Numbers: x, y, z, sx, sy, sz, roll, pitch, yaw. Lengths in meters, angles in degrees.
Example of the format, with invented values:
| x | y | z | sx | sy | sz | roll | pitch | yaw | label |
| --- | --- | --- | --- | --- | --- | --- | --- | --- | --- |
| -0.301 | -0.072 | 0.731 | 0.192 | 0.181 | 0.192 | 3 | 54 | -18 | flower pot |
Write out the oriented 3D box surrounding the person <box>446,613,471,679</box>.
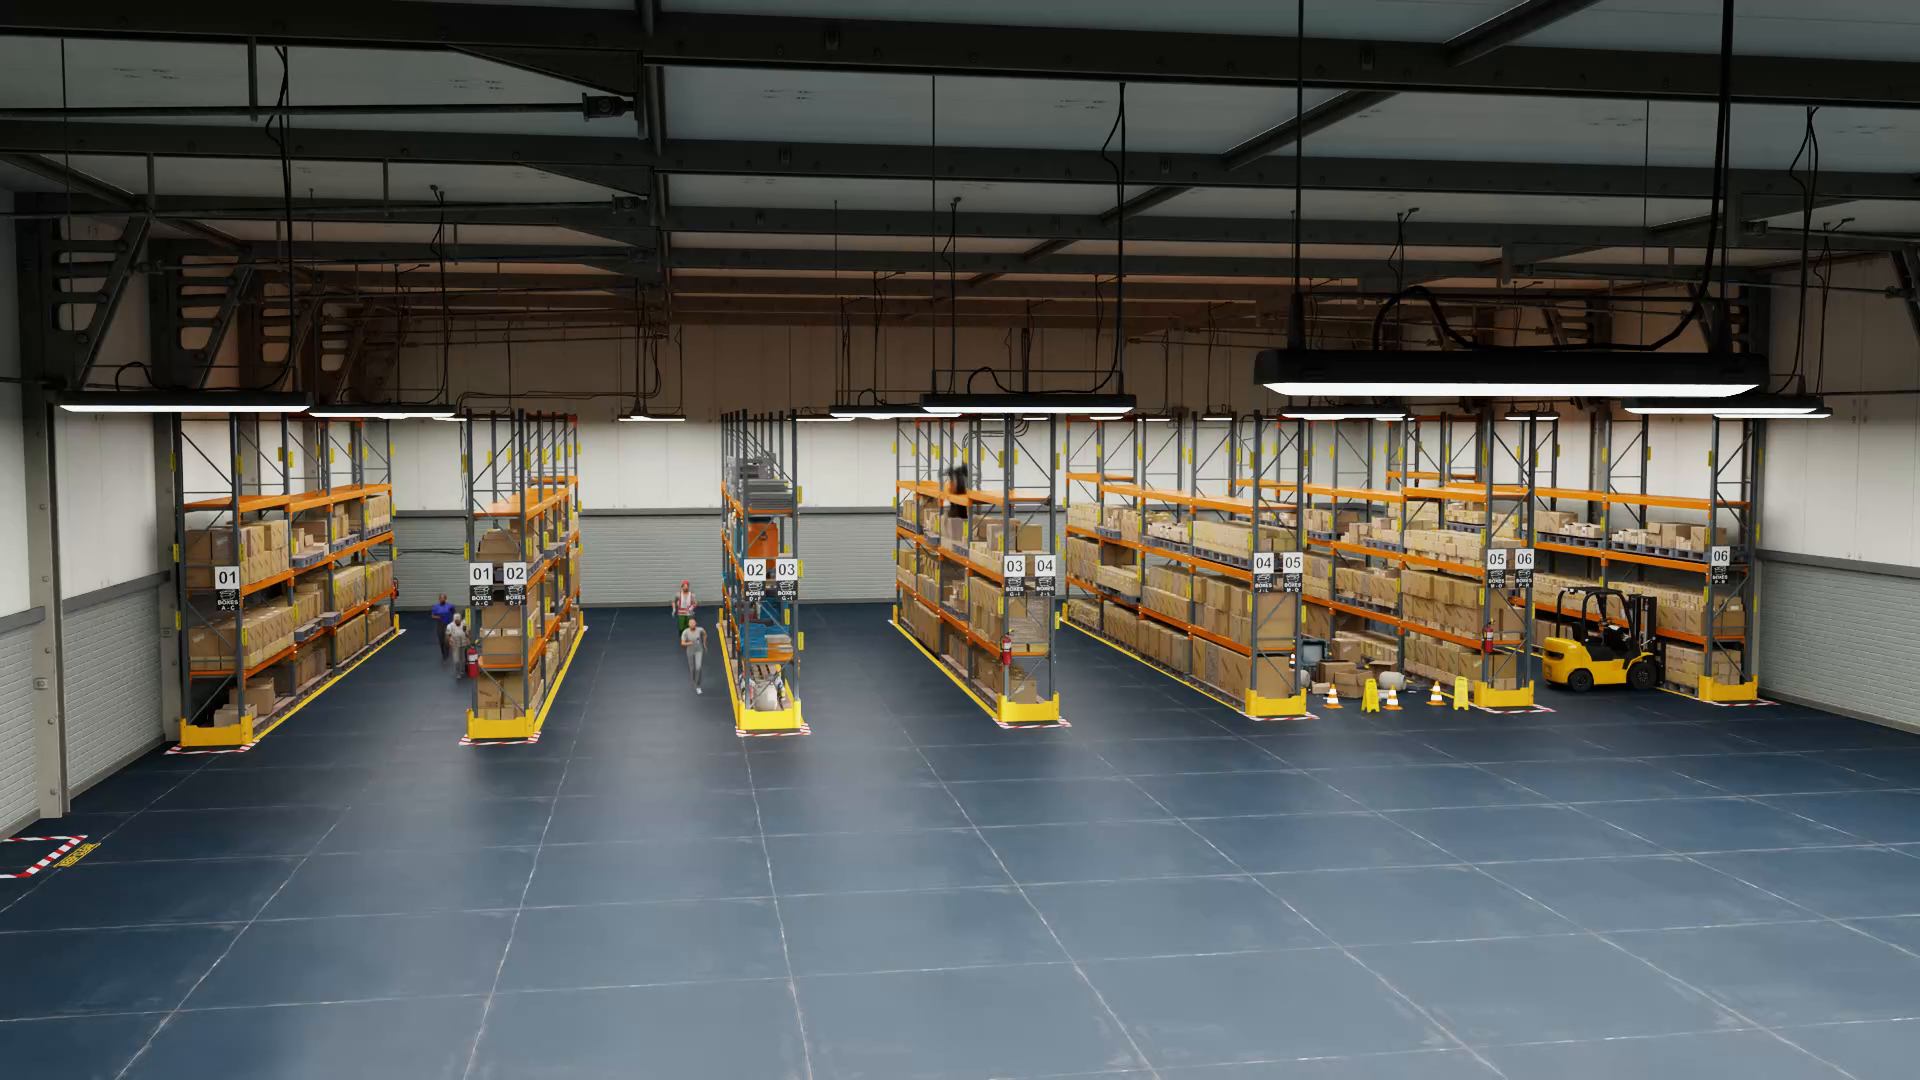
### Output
| x | y | z | sx | sy | sz | roll | pitch | yaw | label |
| --- | --- | --- | --- | --- | --- | --- | --- | --- | --- |
| -11.227 | 2.364 | 37.373 | 0.647 | 1.522 | 0.899 | -2 | 5 | -29 | person |

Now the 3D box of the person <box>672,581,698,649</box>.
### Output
| x | y | z | sx | sy | sz | roll | pitch | yaw | label |
| --- | --- | --- | --- | --- | --- | --- | --- | --- | --- |
| -6.937 | 1.908 | 41.979 | 0.658 | 1.740 | 0.601 | -1 | 4 | -10 | person |

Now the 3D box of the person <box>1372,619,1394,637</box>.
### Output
| x | y | z | sx | sy | sz | roll | pitch | yaw | label |
| --- | --- | --- | --- | --- | --- | --- | --- | --- | --- |
| 11.187 | 1.782 | 44.113 | 0.714 | 1.734 | 0.983 | -1 | 4 | -15 | person |

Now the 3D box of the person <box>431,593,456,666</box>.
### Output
| x | y | z | sx | sy | sz | roll | pitch | yaw | label |
| --- | --- | --- | --- | --- | --- | --- | --- | --- | --- |
| -12.334 | 2.117 | 39.732 | 0.527 | 1.705 | 0.861 | -1 | 4 | -7 | person |

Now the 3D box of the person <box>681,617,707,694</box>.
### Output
| x | y | z | sx | sy | sz | roll | pitch | yaw | label |
| --- | --- | --- | --- | --- | --- | --- | --- | --- | --- |
| -5.655 | 2.423 | 35.423 | 0.495 | 1.617 | 0.945 | 0 | 4 | -1 | person |
